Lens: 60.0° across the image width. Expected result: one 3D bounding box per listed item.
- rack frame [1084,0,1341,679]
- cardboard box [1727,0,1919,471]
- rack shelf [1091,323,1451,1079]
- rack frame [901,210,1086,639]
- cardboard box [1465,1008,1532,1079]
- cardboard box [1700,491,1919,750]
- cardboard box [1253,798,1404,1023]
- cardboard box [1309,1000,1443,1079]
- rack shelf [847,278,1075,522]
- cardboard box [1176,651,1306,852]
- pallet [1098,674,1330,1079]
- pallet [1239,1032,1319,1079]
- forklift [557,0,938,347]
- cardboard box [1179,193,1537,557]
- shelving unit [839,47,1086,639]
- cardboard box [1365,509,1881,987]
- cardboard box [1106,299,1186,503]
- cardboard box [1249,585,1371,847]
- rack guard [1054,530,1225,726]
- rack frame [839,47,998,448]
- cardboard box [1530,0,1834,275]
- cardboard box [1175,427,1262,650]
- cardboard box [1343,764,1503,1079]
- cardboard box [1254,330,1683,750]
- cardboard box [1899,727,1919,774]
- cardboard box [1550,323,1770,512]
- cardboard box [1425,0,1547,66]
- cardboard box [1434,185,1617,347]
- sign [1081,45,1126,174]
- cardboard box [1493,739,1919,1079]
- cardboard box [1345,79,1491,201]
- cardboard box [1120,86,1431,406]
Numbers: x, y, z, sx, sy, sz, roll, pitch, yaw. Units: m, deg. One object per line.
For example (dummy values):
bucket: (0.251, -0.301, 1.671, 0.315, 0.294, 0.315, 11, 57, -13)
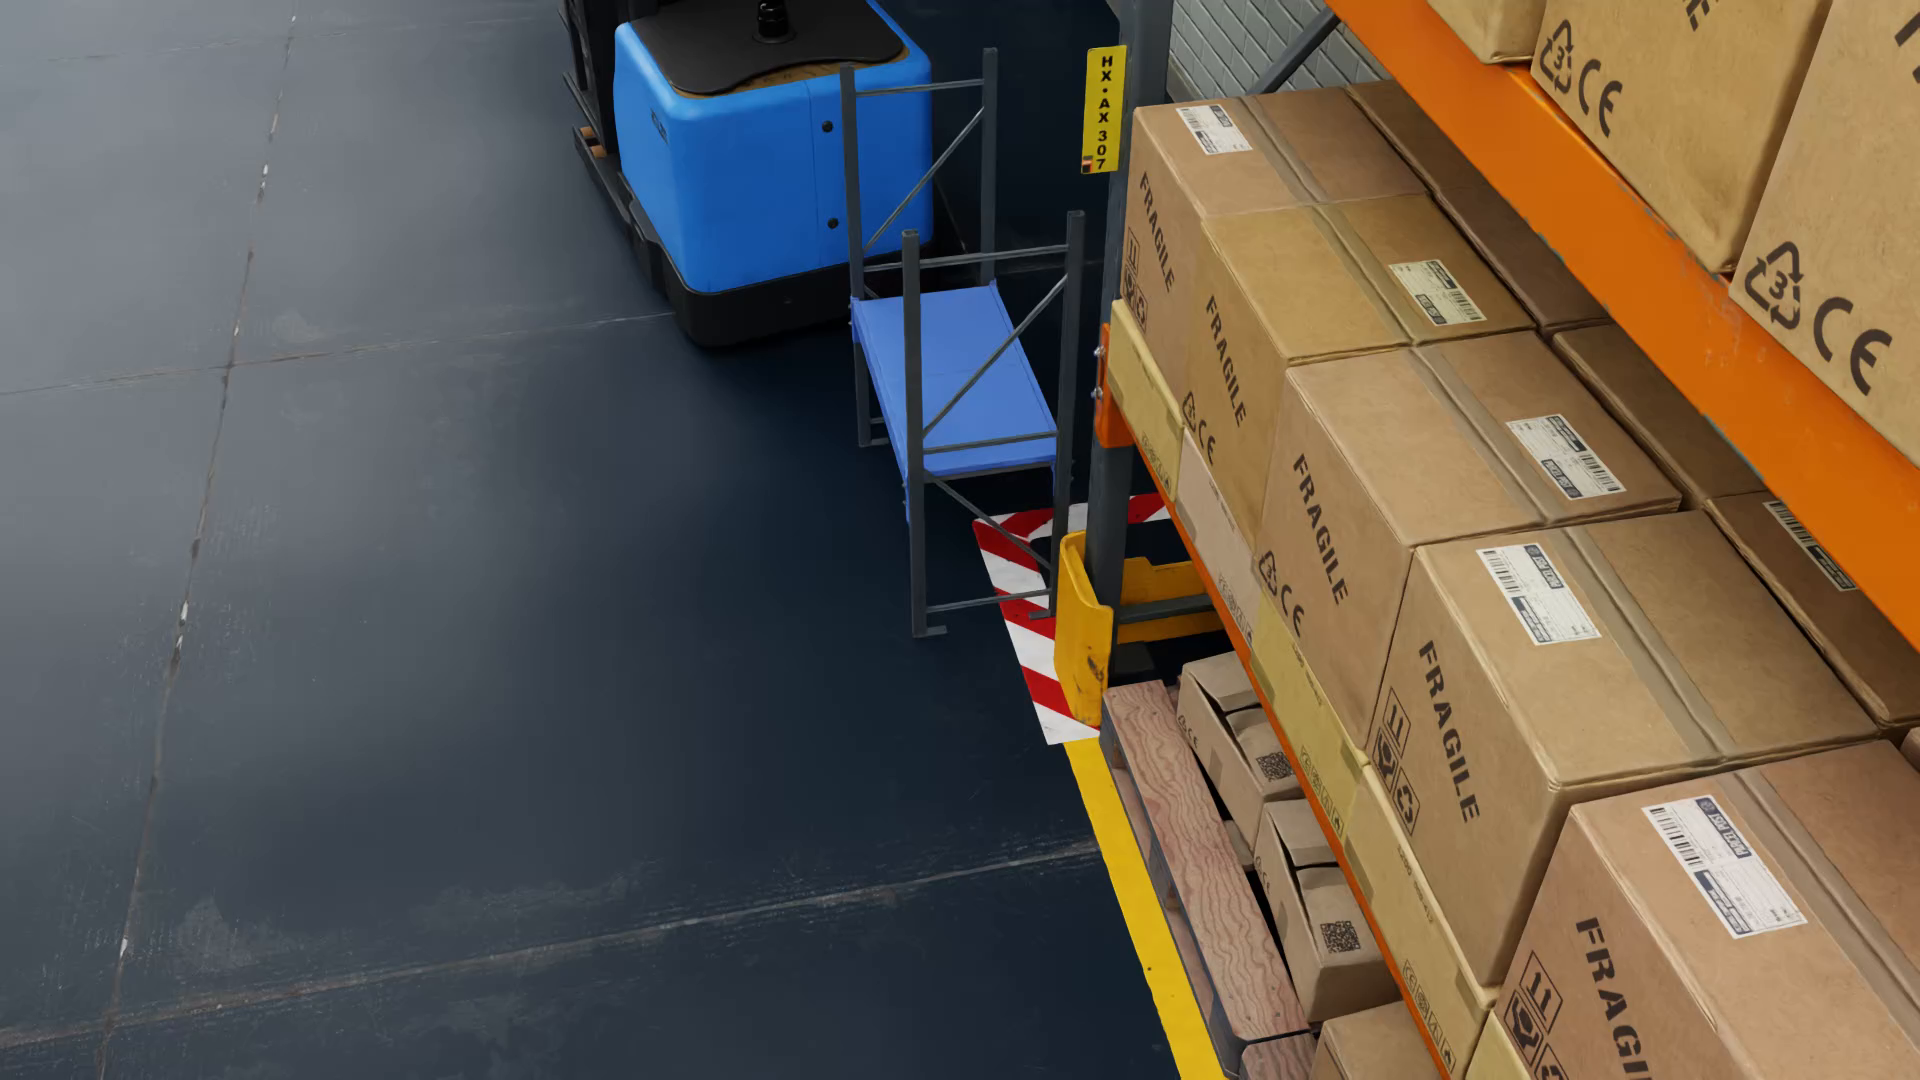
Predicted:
rack frame: (0.878, -0.786, 4.376, 1.000, 3.000, 0.127, -8, 42, -9)
cardboard box: (1.138, -0.335, 1.518, 0.500, 0.500, 0.500, -10, 43, -11)
rack shelf: (1.310, 0.780, 3.154, 1.077, 0.370, 4.000, -8, 42, -9)
rack frame: (0.091, -0.287, 4.943, 0.500, 1.500, 0.032, -8, 42, -9)
cardboard box: (1.120, 0.944, 2.525, 0.500, 0.250, 0.500, -9, 42, -10)
cardboard box: (1.511, 0.246, 2.746, 0.500, 0.500, 0.500, -8, 42, -9)
cardboard box: (1.062, 0.886, 4.186, 0.500, 0.311, 0.500, -5, 42, -6)
cardboard box: (1.172, 1.298, 3.580, 0.700, 0.500, 0.500, -11, 43, -12)
rack shelf: (-0.018, -0.482, 5.434, 0.538, 0.185, 1.000, -8, 42, -9)
cardboard box: (0.939, 0.517, 4.603, 0.500, 0.311, 0.500, -13, 43, -14)
pallet: (1.035, 0.838, 4.647, 1.003, 0.211, 1.213, -8, 42, -9)
pallet: (1.295, 1.627, 3.758, 1.003, 0.211, 1.213, -8, 42, -9)
forklift: (-1.141, -2.835, 6.735, 1.130, 2.935, 3.031, -16, 44, -17)
cardboard box: (0.784, -0.343, 3.410, 0.500, 0.500, 0.500, -8, 42, -9)
shelving unit: (-0.018, -0.616, 5.314, 0.538, 1.500, 1.048, -8, 42, -9)
cardboard box: (1.013, 0.325, 2.657, 0.500, 0.500, 0.500, -7, 42, -8)
cardboard box: (0.673, -0.375, 4.011, 0.500, 0.250, 0.500, -9, 42, -11)
cardboard box: (0.903, 0.290, 3.262, 0.500, 0.250, 0.500, -9, 42, -10)
rack guard: (0.894, 0.198, 5.150, 1.175, 0.500, 0.348, -8, 42, -9)
rack frame: (-0.128, -0.946, 5.686, 0.500, 1.500, 0.032, -8, 42, -9)
cardboard box: (1.039, -0.666, 1.891, 0.500, 0.500, 0.500, -6, 42, -7)
cardboard box: (0.799, -0.041, 3.634, 0.500, 0.250, 0.500, -10, 42, -11)
cardboard box: (1.010, 0.618, 2.892, 0.500, 0.250, 0.500, -8, 42, -9)
cardboard box: (0.890, -0.008, 3.032, 0.500, 0.500, 0.500, -10, 42, -11)
cardboard box: (1.634, 0.581, 2.369, 0.500, 0.500, 0.500, -7, 42, -8)
cardboard box: (1.402, -0.080, 3.114, 0.500, 0.500, 0.500, -9, 42, -10)
cardboard box: (0.903, -1.011, 2.279, 0.500, 0.500, 0.500, -7, 42, -7)
cardboard box: (1.286, -0.415, 3.491, 0.500, 0.500, 0.500, -8, 42, -9)
sign: (0.348, -1.032, 4.001, 0.100, 0.325, 0.005, -8, 42, -9)
cardboard box: (1.126, 0.662, 2.277, 0.500, 0.500, 0.500, -9, 42, -11)
cardboard box: (1.187, -0.743, 3.860, 0.500, 0.500, 0.500, -9, 42, -10)
cardboard box: (0.687, -0.665, 3.773, 0.500, 0.500, 0.500, -8, 42, -9)
